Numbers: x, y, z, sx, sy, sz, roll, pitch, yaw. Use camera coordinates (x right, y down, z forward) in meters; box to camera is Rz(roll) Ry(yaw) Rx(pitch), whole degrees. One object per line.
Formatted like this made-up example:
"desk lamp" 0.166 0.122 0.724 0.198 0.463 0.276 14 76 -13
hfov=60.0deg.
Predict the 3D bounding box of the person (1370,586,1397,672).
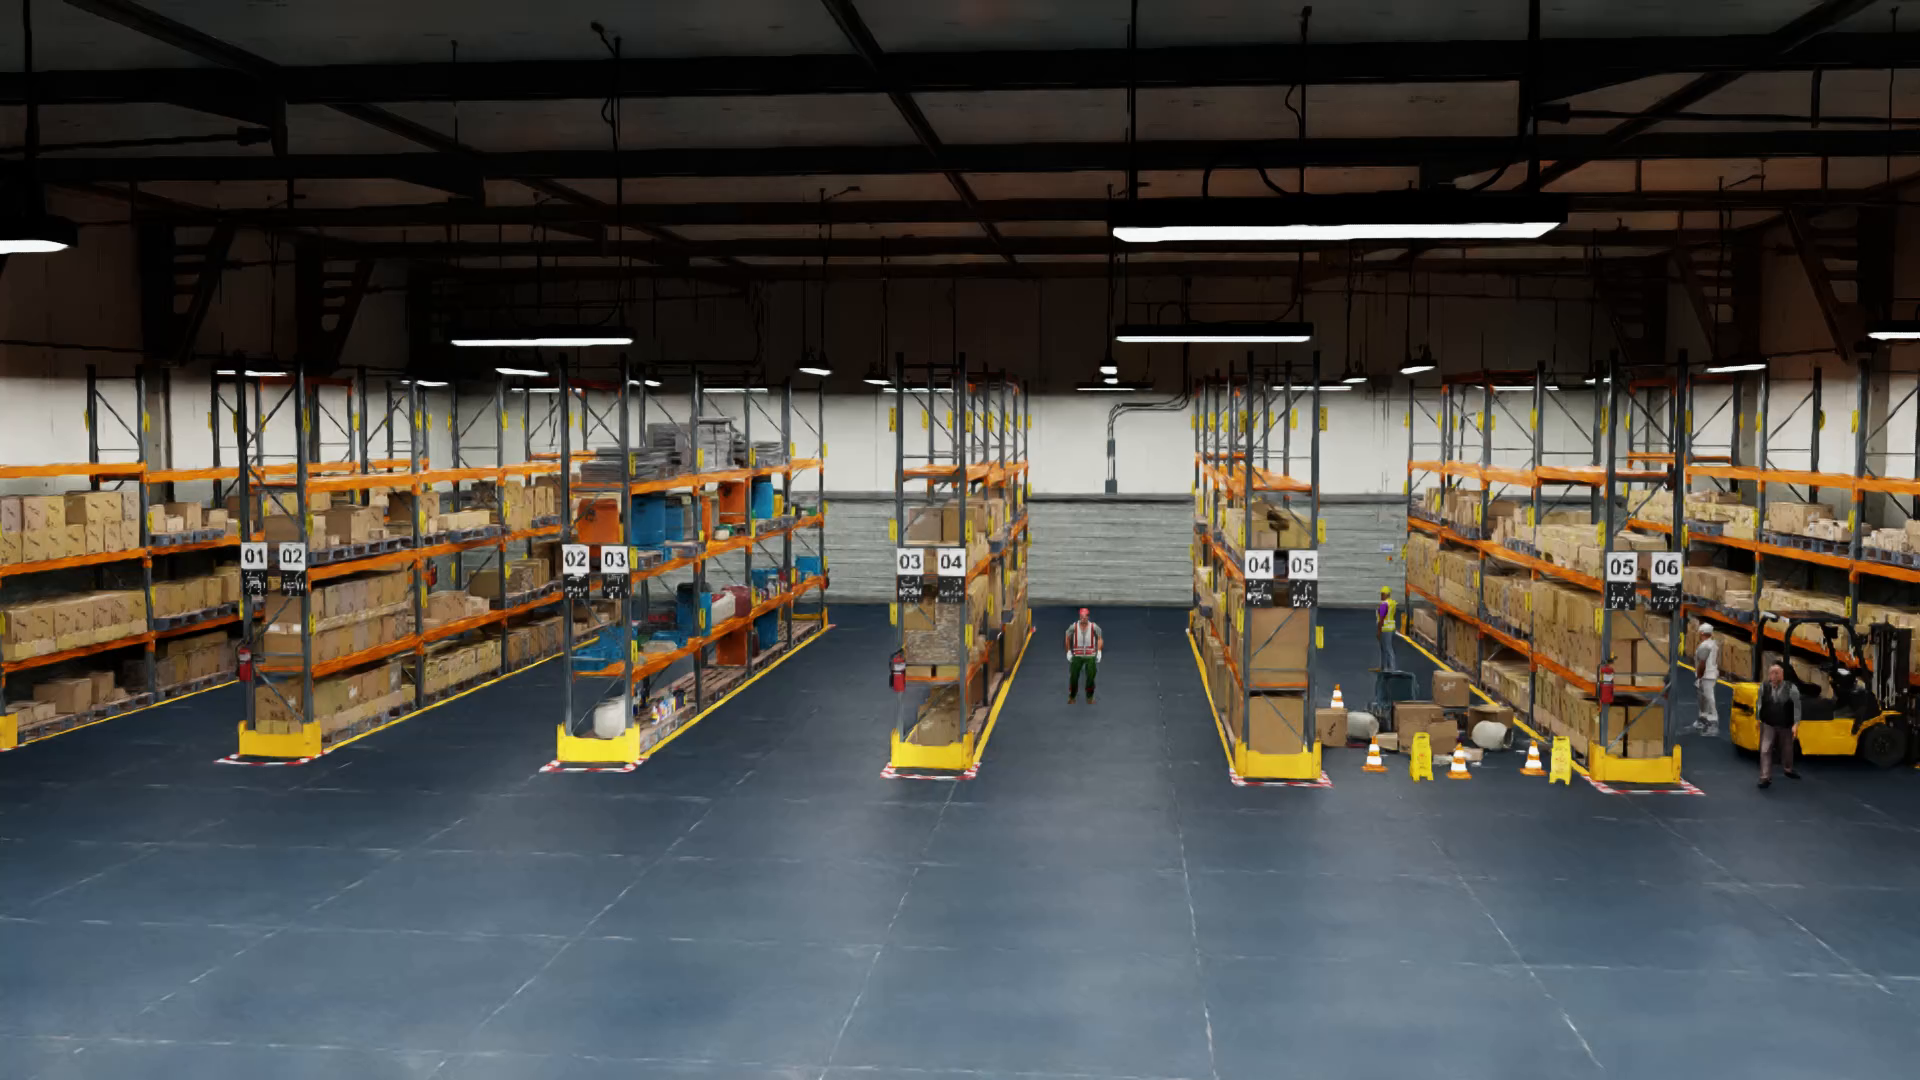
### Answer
"person" 8.378 1.774 32.841 0.587 1.763 0.676 2 5 29

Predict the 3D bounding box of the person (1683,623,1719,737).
"person" 11.851 2.209 26.527 0.577 1.785 0.655 3 5 36

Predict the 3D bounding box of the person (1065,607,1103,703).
"person" 2.190 2.047 29.476 0.677 1.742 0.551 0 4 5

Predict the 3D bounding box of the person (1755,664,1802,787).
"person" 11.269 2.541 22.899 0.591 1.686 0.953 3 5 32
